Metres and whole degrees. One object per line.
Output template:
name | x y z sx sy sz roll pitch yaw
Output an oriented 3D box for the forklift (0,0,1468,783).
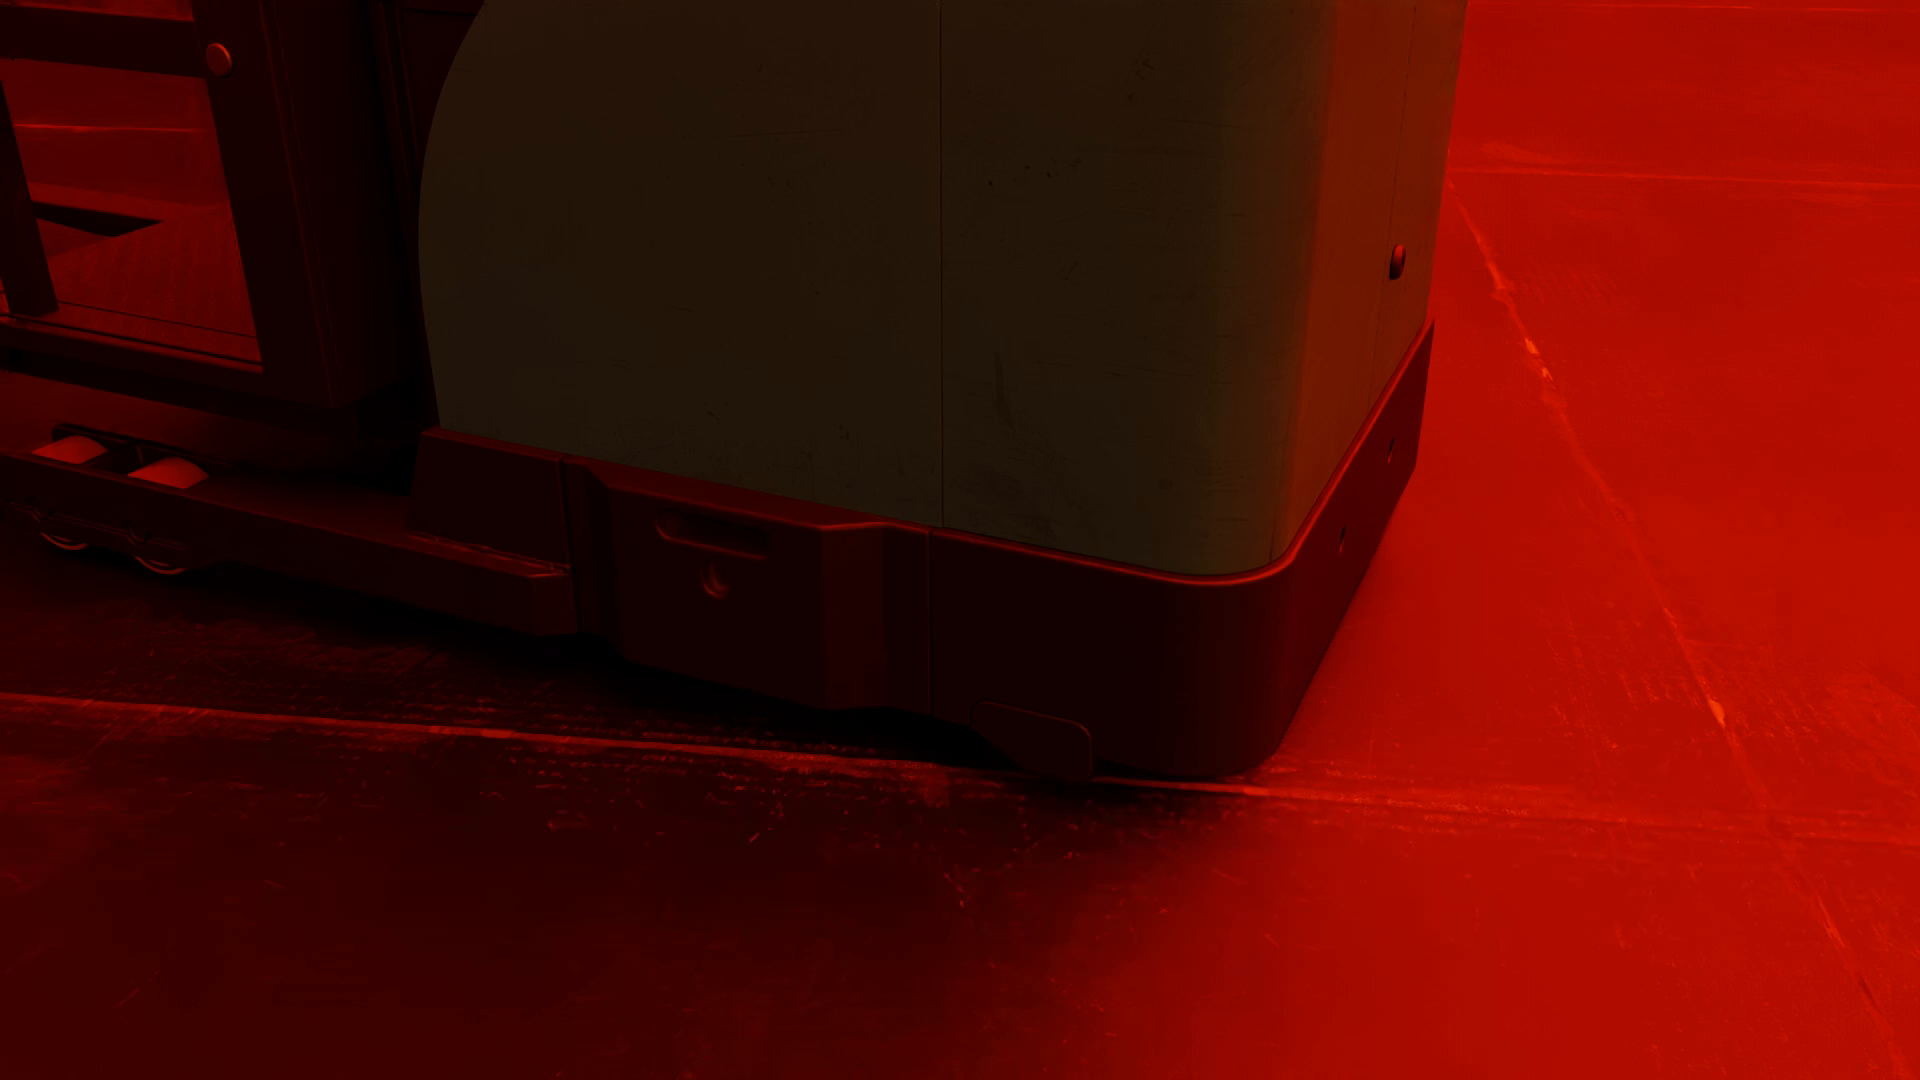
forklift | -0.855 -1.462 2.148 3.031 2.935 1.130 11 29 21
